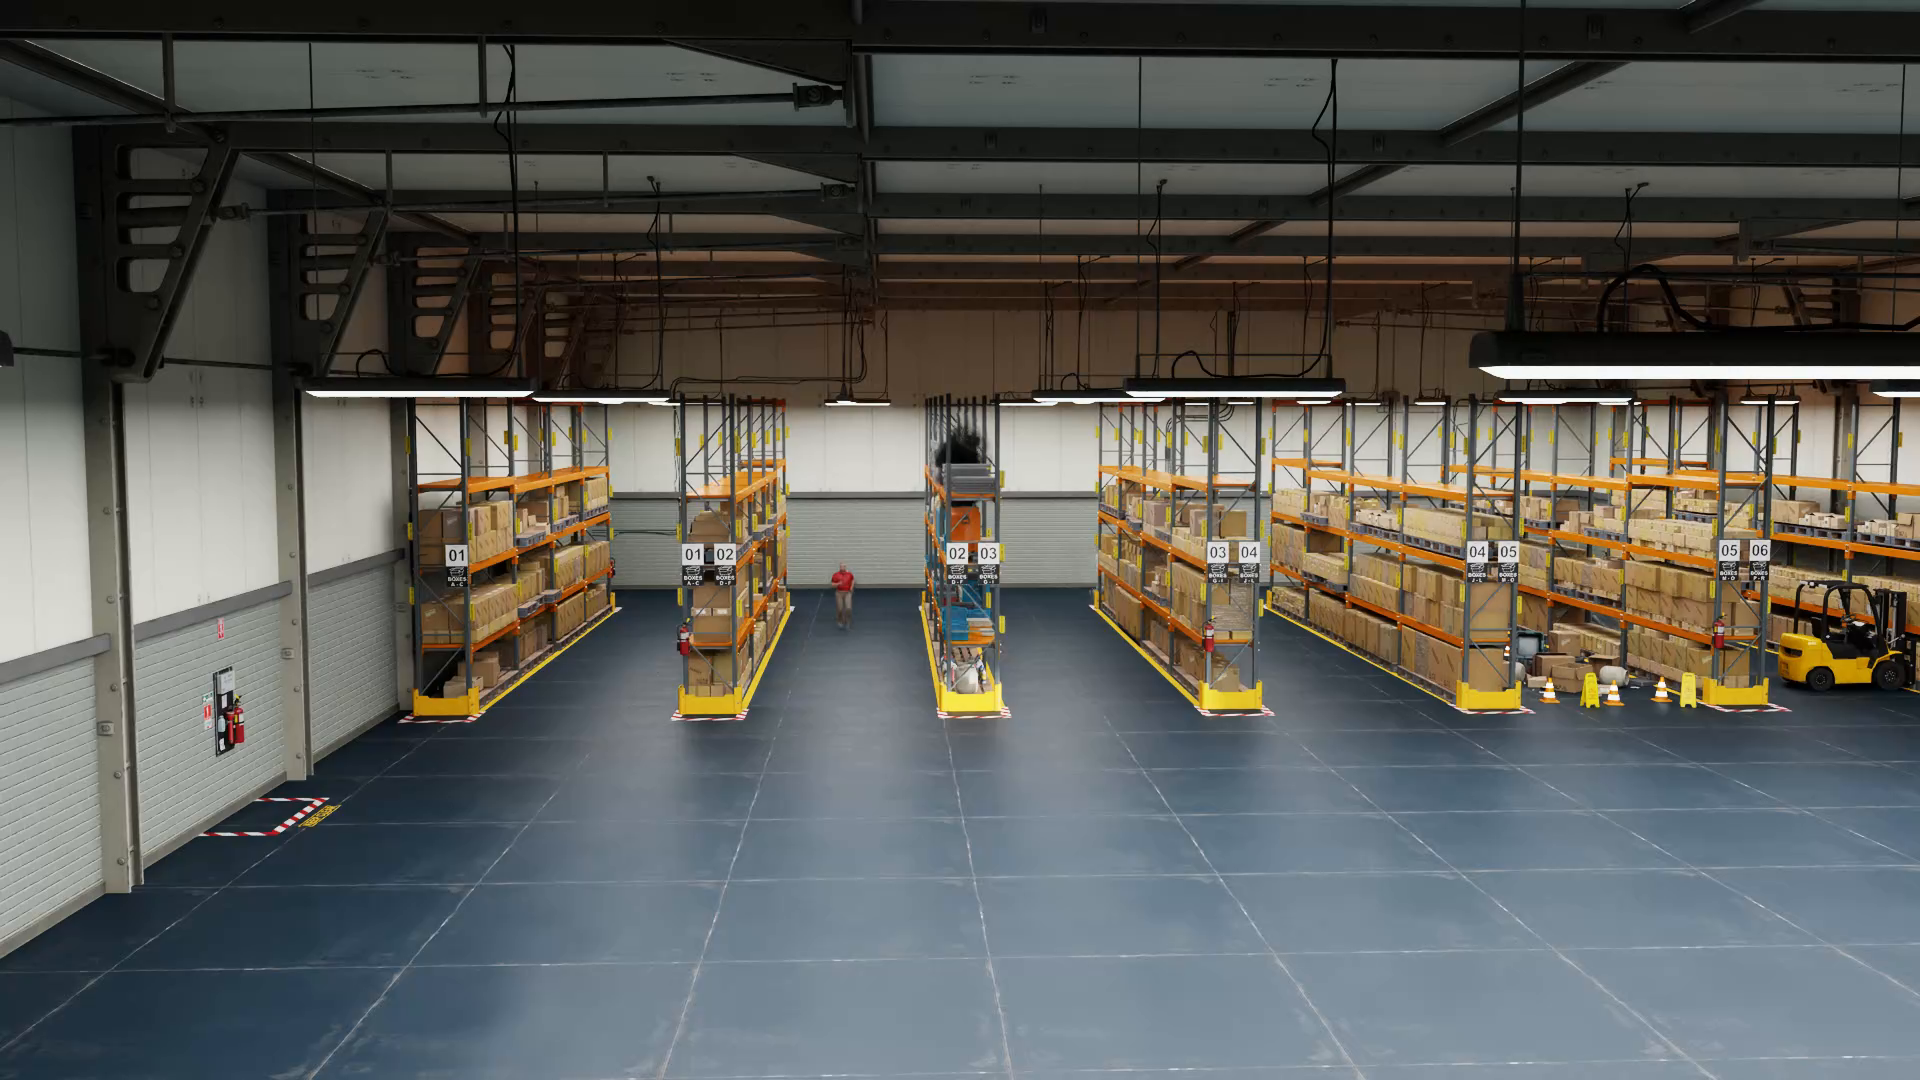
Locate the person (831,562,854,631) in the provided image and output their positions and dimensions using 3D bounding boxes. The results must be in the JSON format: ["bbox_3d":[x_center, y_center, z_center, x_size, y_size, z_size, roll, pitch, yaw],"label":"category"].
[{"bbox_3d":[-3.017,1.479,42.999,0.640,1.790,0.754,-1,5,-11],"label":"person"}]

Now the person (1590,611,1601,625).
[{"bbox_3d":[16.127,1.533,42.255,0.578,1.675,0.846,-1,5,-7],"label":"person"}]
